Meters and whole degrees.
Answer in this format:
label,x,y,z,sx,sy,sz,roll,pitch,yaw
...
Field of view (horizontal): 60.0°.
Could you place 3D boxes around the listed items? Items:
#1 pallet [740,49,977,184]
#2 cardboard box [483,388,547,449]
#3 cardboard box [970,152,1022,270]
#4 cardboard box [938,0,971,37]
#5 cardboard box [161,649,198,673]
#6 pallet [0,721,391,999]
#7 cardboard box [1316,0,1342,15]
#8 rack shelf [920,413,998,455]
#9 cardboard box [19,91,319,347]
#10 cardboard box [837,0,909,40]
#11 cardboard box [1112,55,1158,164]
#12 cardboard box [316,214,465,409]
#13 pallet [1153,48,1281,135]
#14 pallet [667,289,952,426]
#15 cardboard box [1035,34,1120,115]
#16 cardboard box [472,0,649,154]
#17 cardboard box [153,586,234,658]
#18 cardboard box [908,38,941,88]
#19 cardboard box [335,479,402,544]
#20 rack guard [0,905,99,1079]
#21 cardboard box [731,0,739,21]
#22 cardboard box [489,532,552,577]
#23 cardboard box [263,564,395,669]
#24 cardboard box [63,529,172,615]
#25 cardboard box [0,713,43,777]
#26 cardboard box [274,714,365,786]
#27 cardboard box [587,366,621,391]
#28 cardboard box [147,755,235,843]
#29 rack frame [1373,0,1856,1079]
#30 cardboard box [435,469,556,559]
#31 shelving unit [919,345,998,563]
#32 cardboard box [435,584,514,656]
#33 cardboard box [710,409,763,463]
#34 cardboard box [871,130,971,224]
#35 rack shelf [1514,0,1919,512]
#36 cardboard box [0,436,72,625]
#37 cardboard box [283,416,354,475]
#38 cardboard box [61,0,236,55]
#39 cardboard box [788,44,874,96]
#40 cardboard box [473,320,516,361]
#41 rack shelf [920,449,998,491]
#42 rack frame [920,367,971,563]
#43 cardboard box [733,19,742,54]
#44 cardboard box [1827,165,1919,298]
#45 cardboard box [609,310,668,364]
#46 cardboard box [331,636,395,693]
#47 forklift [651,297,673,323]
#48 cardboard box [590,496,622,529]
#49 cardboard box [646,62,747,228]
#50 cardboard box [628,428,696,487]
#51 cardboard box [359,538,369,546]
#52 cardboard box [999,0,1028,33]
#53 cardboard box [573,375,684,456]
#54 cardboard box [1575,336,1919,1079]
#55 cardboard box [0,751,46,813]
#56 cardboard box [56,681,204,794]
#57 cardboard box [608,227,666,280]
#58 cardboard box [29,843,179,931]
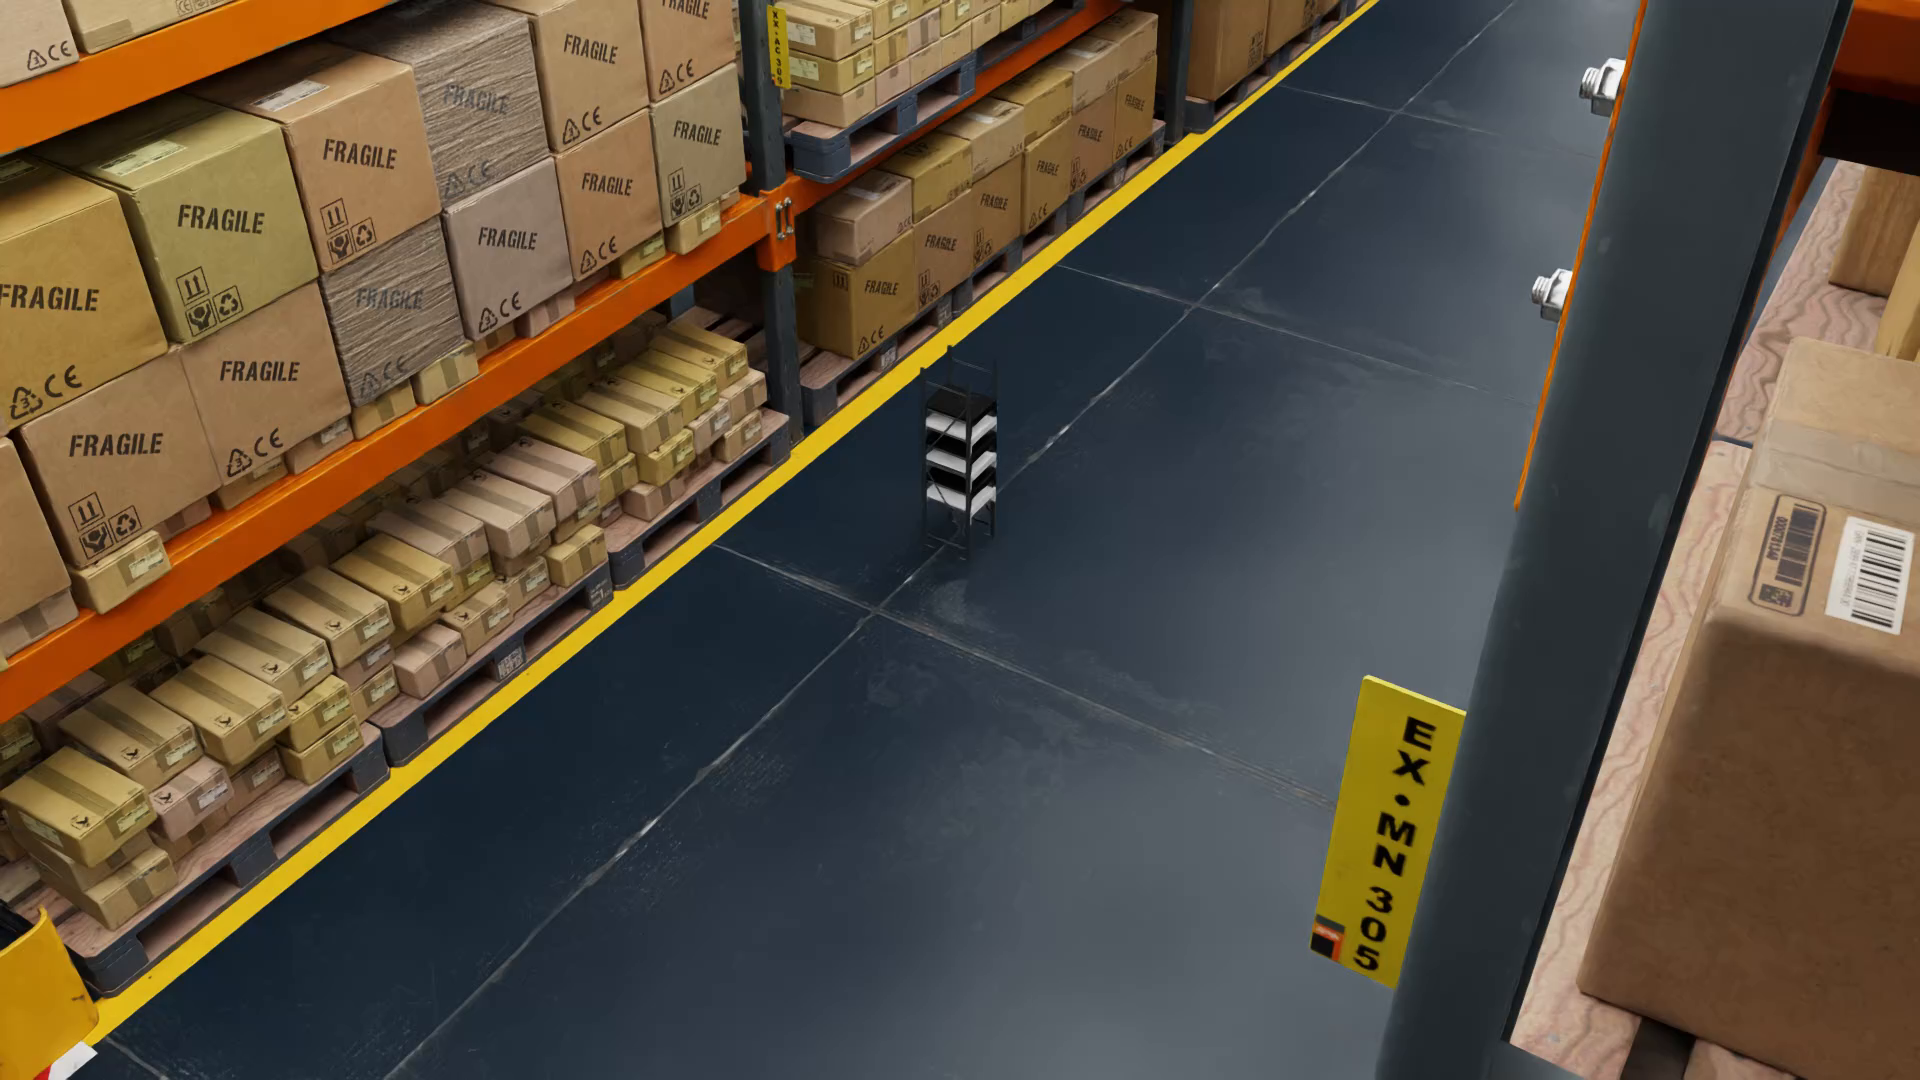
label,x,y,z,sx,sy,sz,roll,pitch,yaw
pallet,-0.656,-2.066,7.631,1.003,0.211,1.213,21,42,25
cardboard box,-1.960,-0.548,7.008,0.380,0.149,0.250,20,42,24
cardboard box,-0.017,-1.814,8.850,0.500,0.500,0.500,22,43,26
cardboard box,-0.175,-2.435,7.570,0.380,0.149,0.250,19,42,23
cardboard box,-2.782,0.372,6.058,0.380,0.149,0.250,21,42,25
pallet,-2.826,0.924,5.878,1.003,0.211,1.213,21,42,25
cardboard box,2.321,-4.350,11.934,1.050,0.750,0.750,21,42,25
rack shelf,-0.004,-0.468,6.880,0.258,0.077,0.200,21,42,25
cardboard box,-2.304,-0.955,4.887,0.500,0.500,0.500,20,42,24
cardboard box,-0.445,-2.297,7.147,0.380,0.149,0.250,22,43,26
cardboard box,0.823,-2.610,9.882,0.500,0.500,0.500,21,42,25
cardboard box,-2.051,-0.830,5.544,0.500,0.500,0.500,20,42,24
pallet,1.441,-3.135,11.144,1.003,0.211,1.213,21,42,25
pallet,-0.772,-1.093,8.495,1.003,0.211,1.213,21,42,25
cardboard box,0.548,-2.629,9.293,0.500,0.250,0.500,22,43,26
cardboard box,-1.484,-1.750,5.919,0.500,0.500,0.500,20,42,24
cardboard box,-2.855,0.239,5.987,0.380,0.149,0.250,19,42,23
cardboard box,-0.308,-2.188,7.493,0.380,0.149,0.250,21,43,25
cardboard box,-2.407,-0.162,6.507,0.380,0.149,0.250,21,42,25
rack guard,-3.291,1.217,5.262,1.175,0.500,0.348,21,42,25
cardboard box,-1.138,-2.369,7.241,0.380,0.149,0.250,23,43,27
cardboard box,-1.850,-0.031,6.580,0.380,0.149,0.250,19,42,23
cardboard box,-2.255,0.270,5.947,0.380,0.149,0.250,23,43,27
cardboard box,-2.590,0.040,4.947,0.380,0.149,0.250,20,42,24
cardboard box,-3.262,0.638,5.470,0.380,0.149,0.250,22,43,26
cardboard box,-2.352,0.676,5.908,0.380,0.149,0.250,22,43,26
cardboard box,-1.713,-0.709,7.460,0.380,0.149,0.250,21,43,25
cardboard box,-2.639,0.802,5.500,0.380,0.149,0.250,21,42,25
rack frame,0.800,-0.436,0.445,0.949,2.616,0.053,21,42,25
cardboard box,-1.796,-0.104,6.432,0.380,0.149,0.250,20,42,24
shelving unit,-0.004,-0.352,6.970,0.258,0.900,0.210,21,42,25
cardboard box,-1.963,0.262,6.445,0.380,0.149,0.250,21,42,25
cardboard box,-1.111,-0.519,7.458,0.380,0.149,0.250,22,43,26
cardboard box,-0.286,-1.839,8.268,0.500,0.250,0.500,22,43,26
rack shelf,1.874,-1.023,2.123,1.077,0.370,4.000,21,42,25
cardboard box,-2.858,-0.032,4.509,0.500,0.500,0.500,23,43,27
cardboard box,-2.245,-0.388,5.502,0.380,0.149,0.250,20,42,24
cardboard box,-2.324,-1.550,4.470,0.500,0.250,0.500,20,42,24
cardboard box,-0.589,-2.033,7.049,0.380,0.149,0.250,22,43,26
cardboard box,-1.844,-0.797,6.033,0.380,0.149,0.250,21,42,24
rack shelf,-0.004,-0.326,6.990,0.258,0.077,0.200,21,42,25
rack frame,-0.059,-0.300,6.902,0.240,0.900,0.006,21,42,25
cardboard box,-1.142,-2.250,7.330,0.380,0.149,0.250,23,43,26
cardboard box,1.885,-0.633,2.650,0.700,0.500,0.500,23,43,27
cardboard box,-1.548,-0.959,7.541,0.380,0.149,0.250,23,43,27
cardboard box,-2.292,0.383,6.044,0.380,0.149,0.250,19,42,23
forklift,-2.960,-2.491,8.081,3.031,2.935,1.130,24,44,28
cardboard box,-1.651,-0.160,6.991,0.380,0.149,0.250,20,42,24
cardboard box,-1.209,-1.612,6.558,0.500,0.500,0.500,21,42,25
cardboard box,-1.352,-0.397,7.056,0.380,0.149,0.250,20,42,24
cardboard box,-2.469,-0.071,6.633,0.380,0.149,0.250,22,43,26
cardboard box,0.106,-2.590,8.015,0.380,0.149,0.250,20,42,24
cardboard box,-1.390,-0.525,6.978,0.380,0.149,0.250,21,42,25
cardboard box,1.036,0.222,1.541,0.700,0.500,0.500,19,41,23
cardboard box,-3.290,0.746,5.573,0.380,0.149,0.250,20,42,24
cardboard box,-2.718,0.653,5.450,0.380,0.149,0.250,22,43,26
cardboard box,-1.383,-1.186,6.537,0.380,0.149,0.250,23,43,27
cardboard box,-2.780,1.064,5.405,0.380,0.149,0.250,22,43,26
